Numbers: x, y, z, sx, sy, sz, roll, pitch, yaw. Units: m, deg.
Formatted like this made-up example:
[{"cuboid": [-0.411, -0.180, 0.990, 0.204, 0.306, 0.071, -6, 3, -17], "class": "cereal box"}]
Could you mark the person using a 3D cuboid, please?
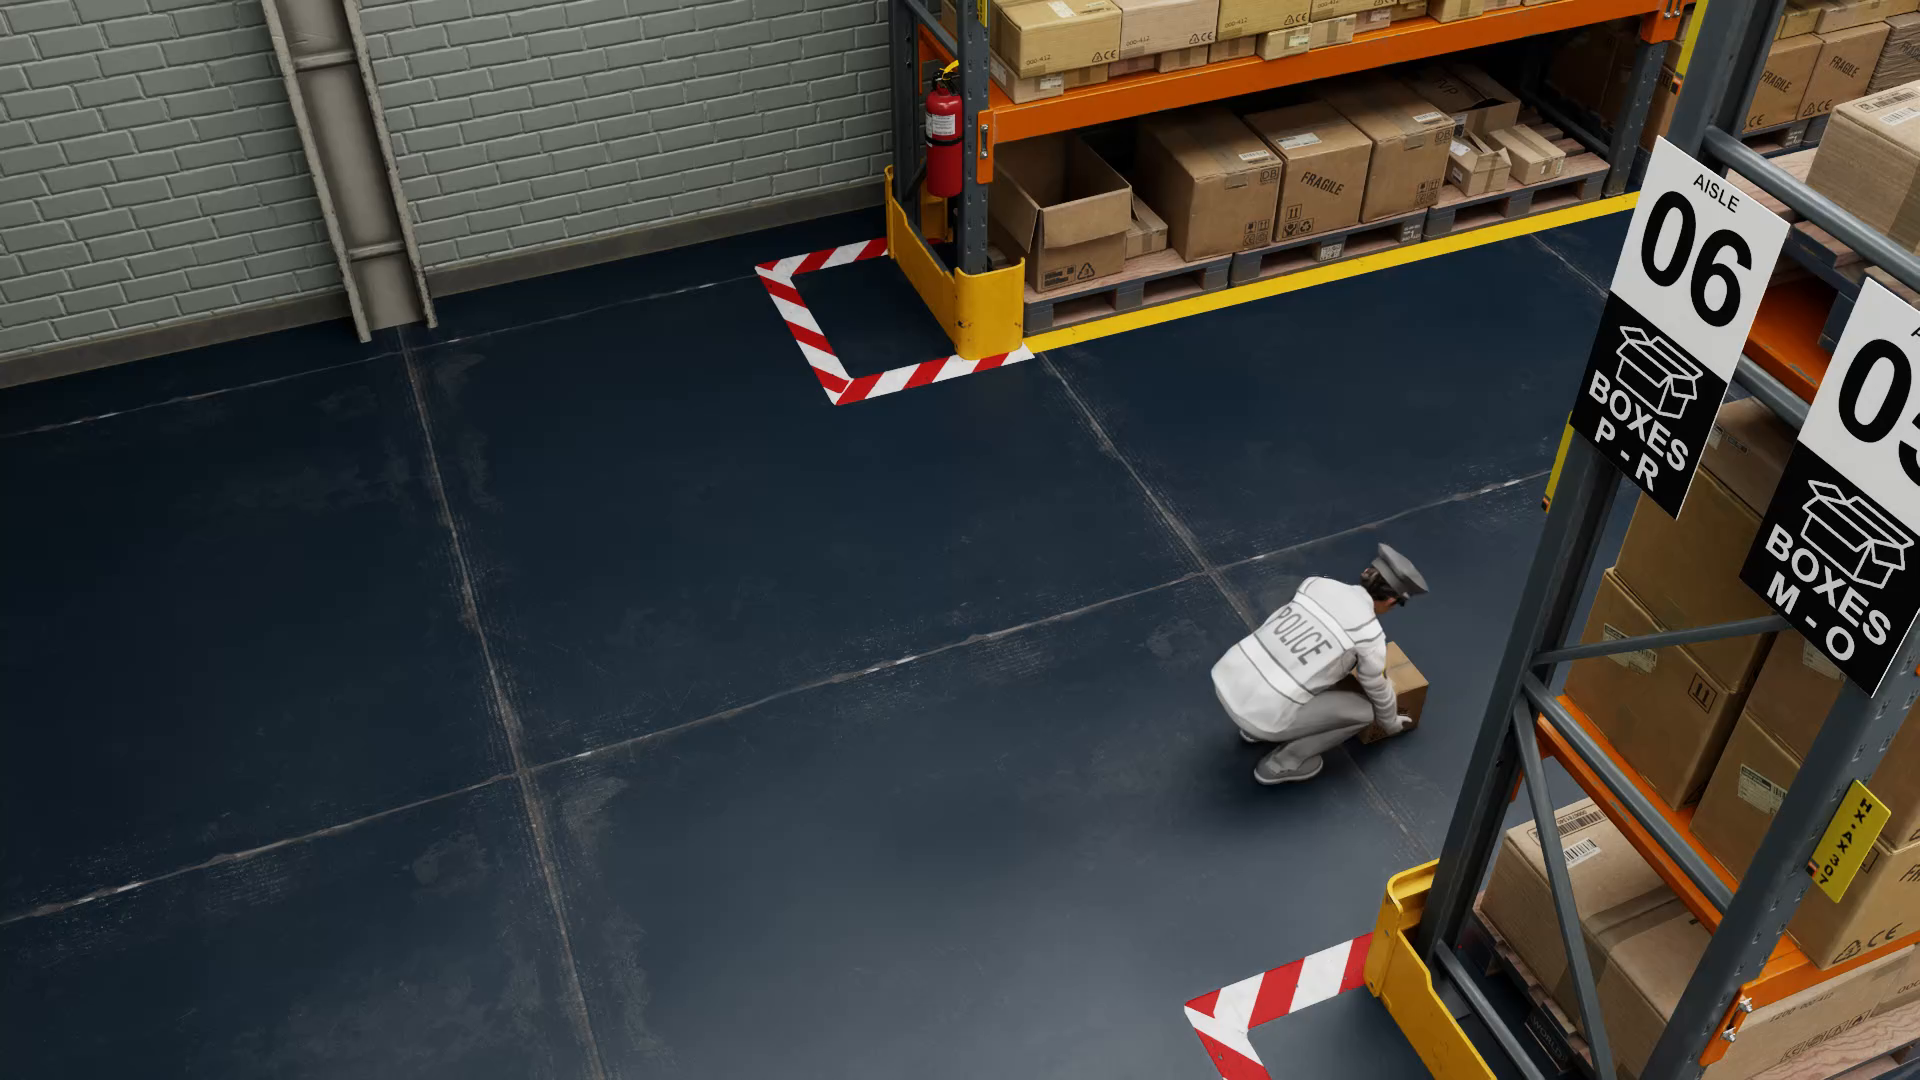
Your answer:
[{"cuboid": [1.358, 0.467, 6.262, 0.858, 0.850, 0.480, -15, 44, -16], "class": "person"}]
